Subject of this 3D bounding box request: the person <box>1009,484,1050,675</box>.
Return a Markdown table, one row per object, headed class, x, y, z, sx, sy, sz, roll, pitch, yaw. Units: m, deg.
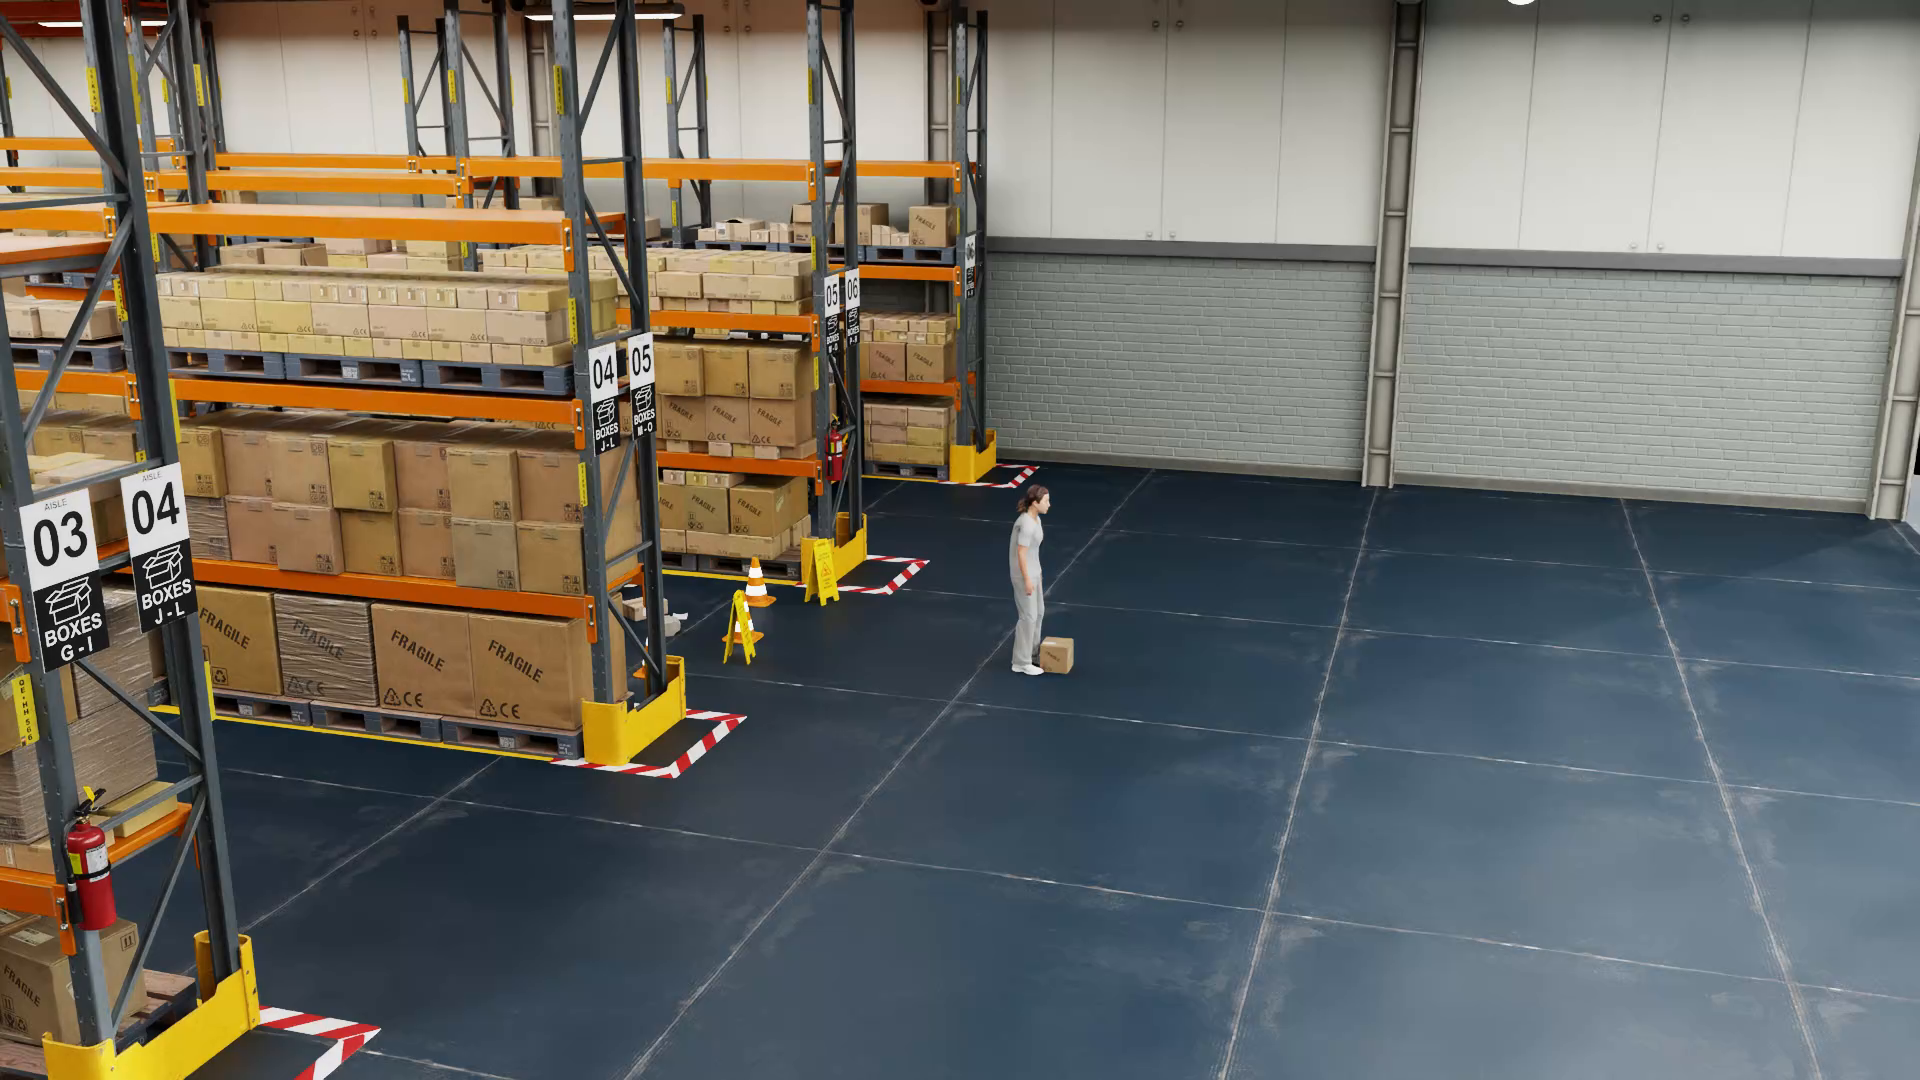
| class | x | y | z | sx | sy | sz | roll | pitch | yaw |
| --- | --- | --- | --- | --- | --- | --- | --- | --- | --- |
| person | 0.624 | 0.328 | 14.759 | 0.364 | 1.671 | 0.506 | 4 | 16 | 13 |
